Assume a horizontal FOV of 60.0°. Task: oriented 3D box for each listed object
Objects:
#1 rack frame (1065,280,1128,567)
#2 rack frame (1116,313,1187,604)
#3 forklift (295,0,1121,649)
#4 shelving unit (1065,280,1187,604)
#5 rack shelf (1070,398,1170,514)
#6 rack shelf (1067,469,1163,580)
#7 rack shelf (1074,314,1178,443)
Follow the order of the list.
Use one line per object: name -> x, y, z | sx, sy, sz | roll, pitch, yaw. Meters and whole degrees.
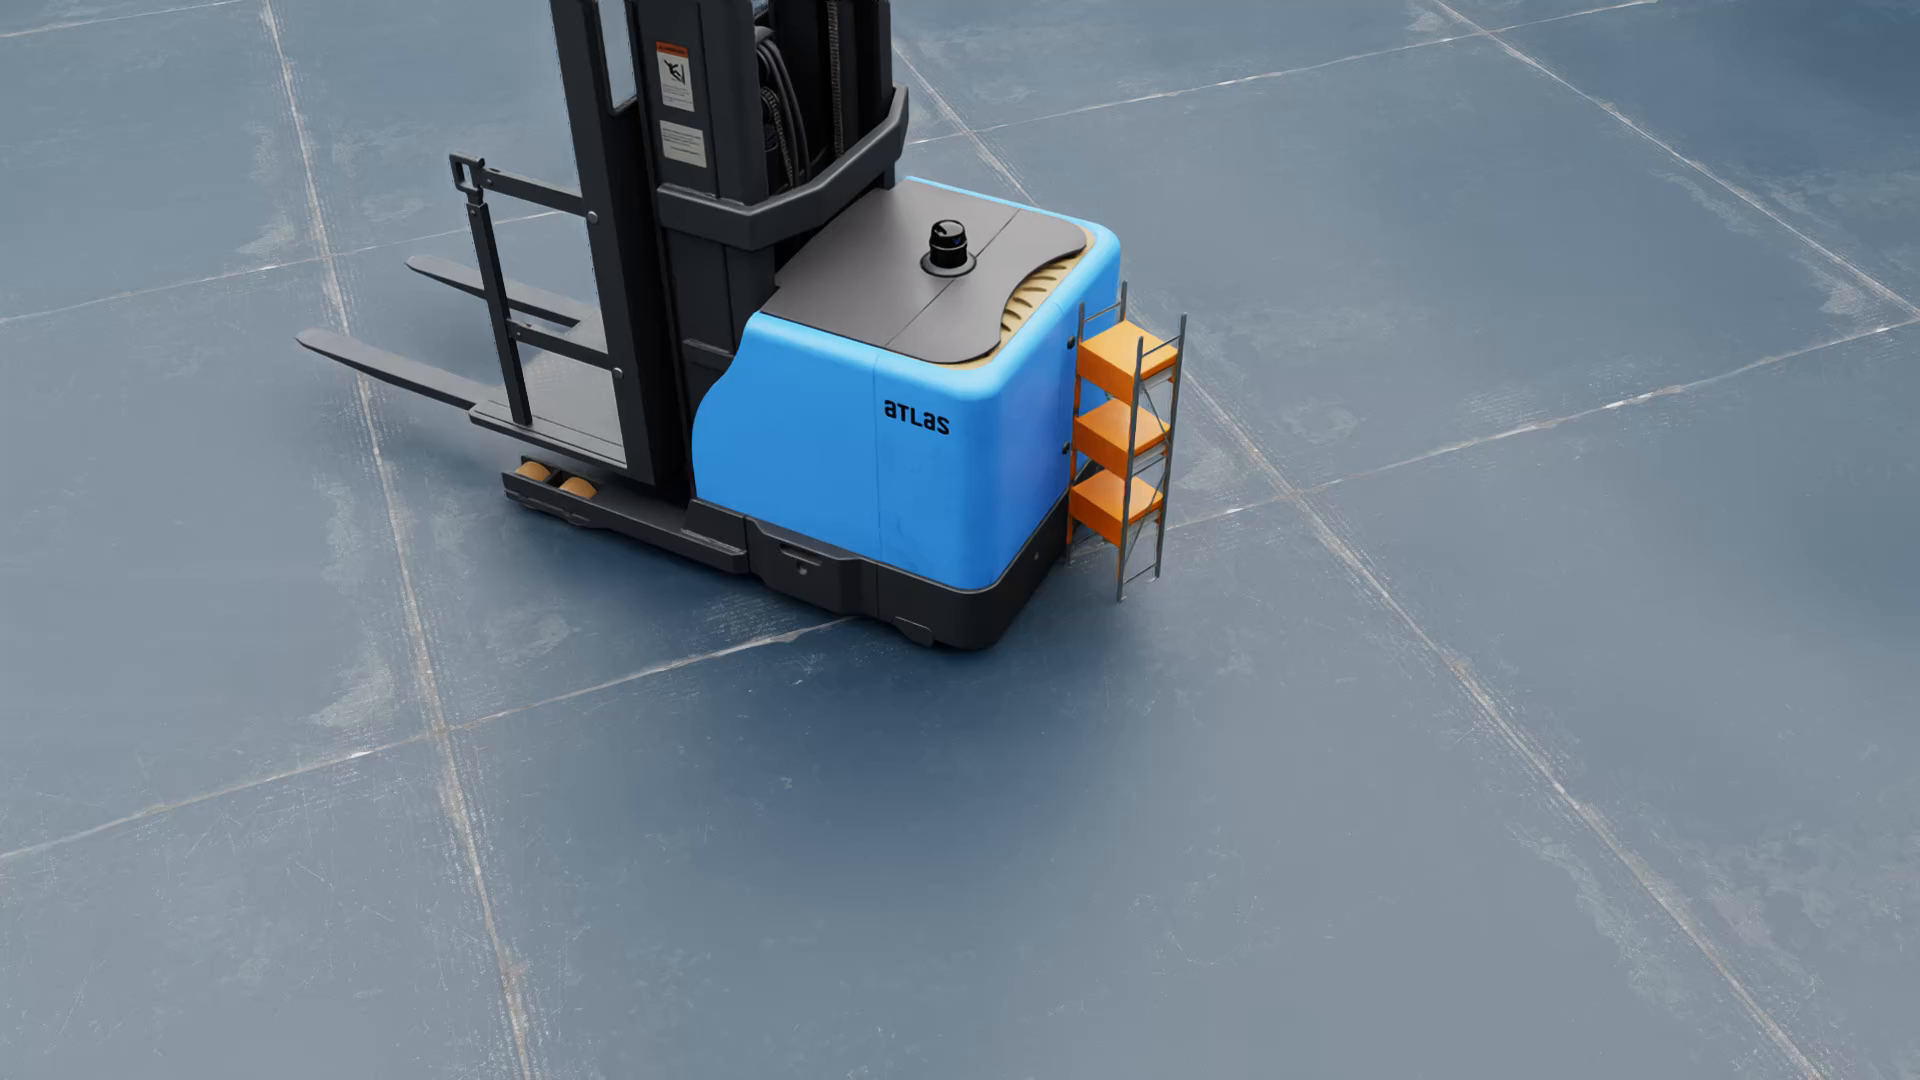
rack frame -> 0.433, -0.350, 5.351 | 0.200, 1.050, 0.008 | -30, 49, -30
rack frame -> 0.594, -0.230, 5.212 | 0.200, 1.050, 0.008 | -30, 49, -30
forklift -> -1.025, -1.447, 5.185 | 3.031, 2.935, 1.130 | 19, 44, 20
shelving unit -> 0.514, -0.290, 5.282 | 0.215, 1.050, 0.252 | -30, 49, -30
rack shelf -> 0.514, -0.282, 5.289 | 0.215, 0.259, 0.240 | -30, 49, -30
rack shelf -> 0.514, -0.071, 5.470 | 0.215, 0.259, 0.240 | -30, 49, -30
rack shelf -> 0.514, -0.497, 5.104 | 0.215, 0.259, 0.240 | -30, 49, -30
